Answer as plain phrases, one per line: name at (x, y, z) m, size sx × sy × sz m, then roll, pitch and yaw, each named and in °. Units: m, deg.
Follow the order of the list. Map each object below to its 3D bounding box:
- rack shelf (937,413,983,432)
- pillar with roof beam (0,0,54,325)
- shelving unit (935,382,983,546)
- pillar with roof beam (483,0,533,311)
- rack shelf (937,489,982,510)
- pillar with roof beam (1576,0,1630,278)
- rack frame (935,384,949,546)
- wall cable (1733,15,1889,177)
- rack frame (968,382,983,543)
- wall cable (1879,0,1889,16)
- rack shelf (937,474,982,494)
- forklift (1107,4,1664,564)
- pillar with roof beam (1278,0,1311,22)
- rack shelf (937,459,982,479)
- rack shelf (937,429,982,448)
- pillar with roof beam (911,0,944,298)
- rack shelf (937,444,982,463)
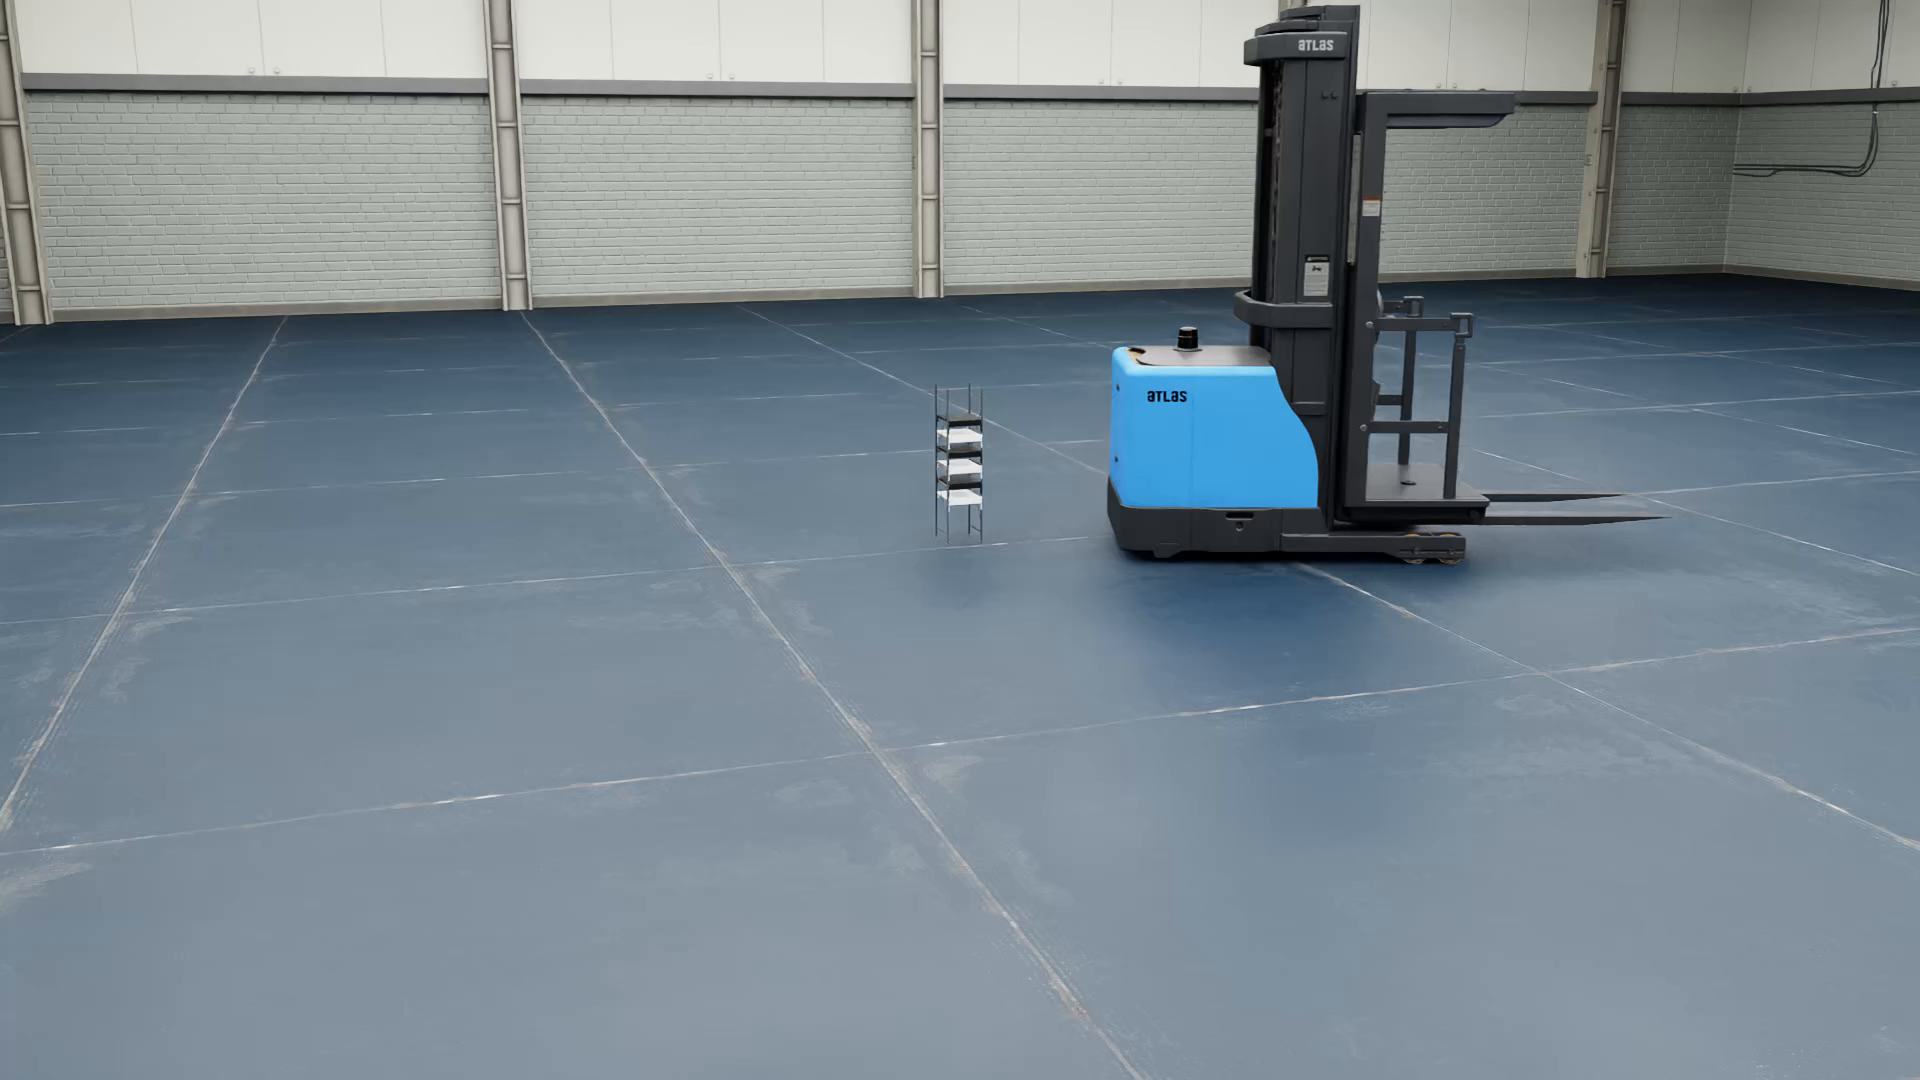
rack shelf at (-0.008, -0.667, 9.481) m, size 0.200 × 0.077 × 0.258 m, roll -4°, pitch 14°, yaw -18°
pillar with roof beam at (-10.479, -6.209, 16.298) m, size 0.400 × 9.000 × 9.100 m, roll -4°, pitch 14°, yaw -18°
shelving unit at (-0.008, -0.437, 9.536) m, size 0.210 × 0.900 × 0.258 m, roll -4°, pitch 14°, yaw -18°
pillar with roof beam at (-4.793, -6.651, 18.160) m, size 0.400 × 9.000 × 9.100 m, roll -4°, pitch 14°, yaw -18°
rack shelf at (-0.008, -0.230, 9.586) m, size 0.200 × 0.077 × 0.258 m, roll -4°, pitch 14°, yaw -18°
pillar with roof beam at (12.267, -7.980, 23.745) m, size 0.400 × 9.000 × 9.100 m, roll -4°, pitch 14°, yaw -18°
rack frame at (-0.104, -0.430, 9.505) m, size 0.006 × 0.900 × 0.240 m, roll -4°, pitch 14°, yaw -18°
wall cable at (14.108, -7.341, 27.768) m, size 0.112 × 2.526 × 3.097 m, roll -4°, pitch 14°, yaw -18°
rack frame at (0.089, -0.445, 9.568) m, size 0.006 × 0.900 × 0.240 m, roll -4°, pitch 14°, yaw -18°
wall cable at (14.971, -9.204, 24.689) m, size 0.112 × 2.526 × 3.097 m, roll -4°, pitch 14°, yaw -18°
rack shelf at (-0.008, -0.317, 9.565) m, size 0.200 × 0.077 × 0.258 m, roll -4°, pitch 14°, yaw -18°
forklift at (2.397, -1.417, 9.266) m, size 3.031 × 2.935 × 1.130 m, roll 0°, pitch 13°, yaw 0°
pillar with roof beam at (6.581, -7.537, 21.883) m, size 0.400 × 9.000 × 9.100 m, roll -4°, pitch 14°, yaw -18°
rack shelf at (-0.008, -0.405, 9.544) m, size 0.200 × 0.077 × 0.258 m, roll -4°, pitch 14°, yaw -18°
rack shelf at (-0.008, -0.580, 9.502) m, size 0.200 × 0.077 × 0.258 m, roll -4°, pitch 14°, yaw -18°
pillar with roof beam at (0.894, -7.094, 20.021) m, size 0.400 × 9.000 × 9.100 m, roll -4°, pitch 14°, yaw -18°
rack shelf at (-0.008, -0.492, 9.523) m, size 0.200 × 0.077 × 0.258 m, roll -4°, pitch 14°, yaw -18°
